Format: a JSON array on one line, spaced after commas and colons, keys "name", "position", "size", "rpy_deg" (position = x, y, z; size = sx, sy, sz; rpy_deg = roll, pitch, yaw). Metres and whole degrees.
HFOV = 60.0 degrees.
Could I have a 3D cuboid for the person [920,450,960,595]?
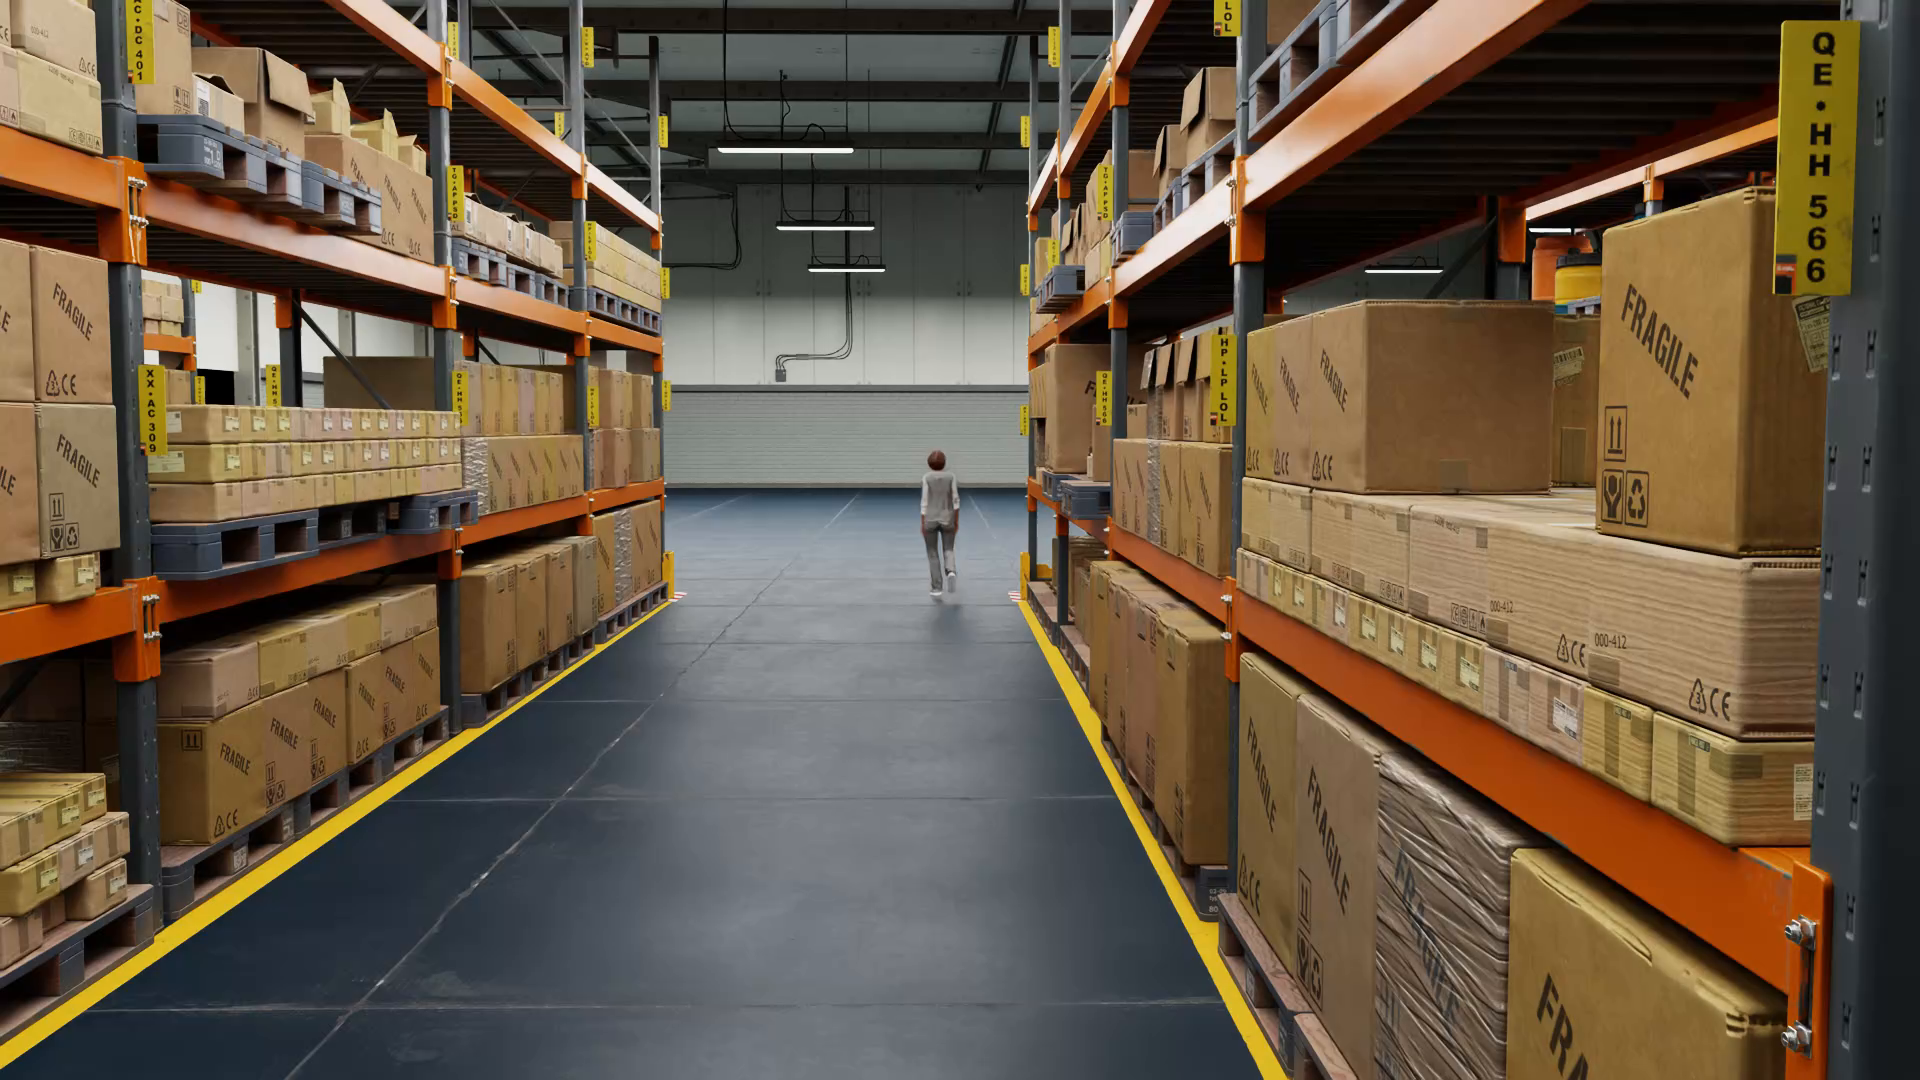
[{"name": "person", "position": [-0.213, -0.169, 17.993], "size": [0.423, 1.557, 0.503], "rpy_deg": [-1, 4, -12]}]
